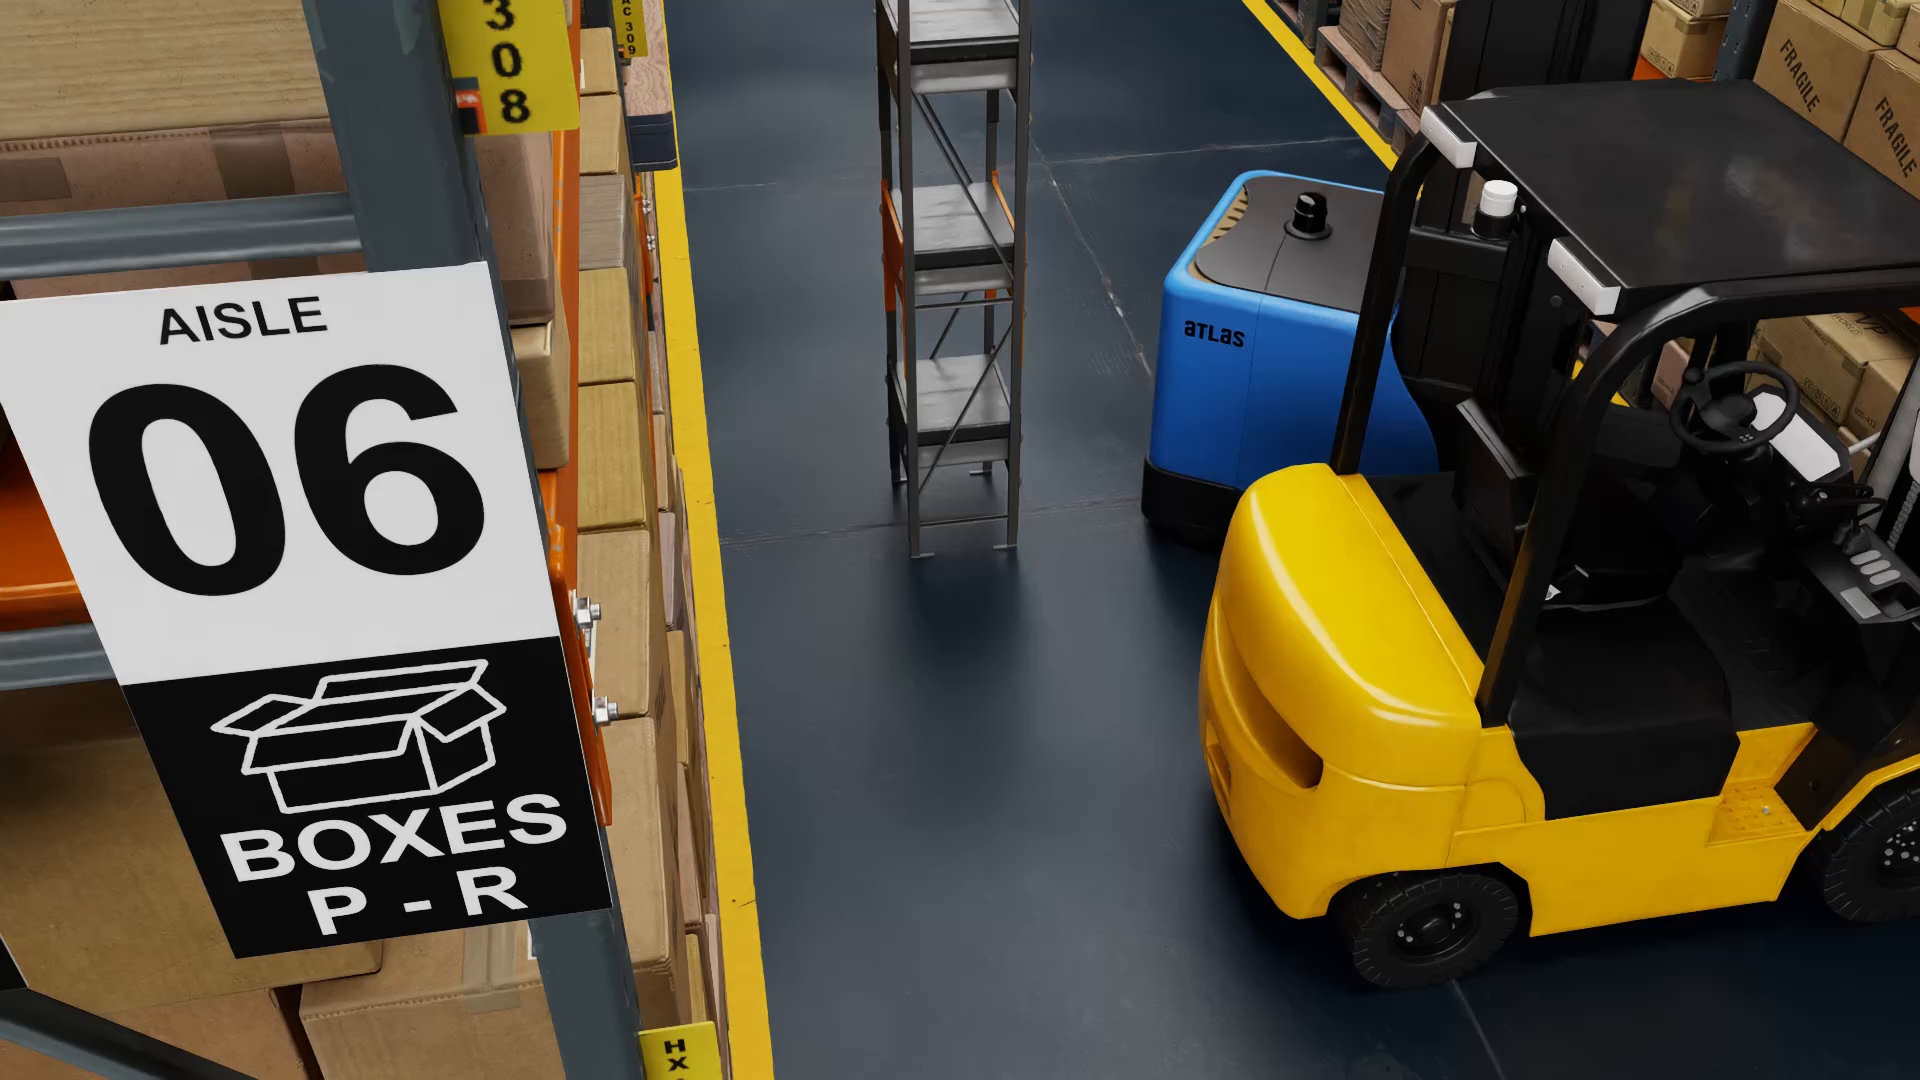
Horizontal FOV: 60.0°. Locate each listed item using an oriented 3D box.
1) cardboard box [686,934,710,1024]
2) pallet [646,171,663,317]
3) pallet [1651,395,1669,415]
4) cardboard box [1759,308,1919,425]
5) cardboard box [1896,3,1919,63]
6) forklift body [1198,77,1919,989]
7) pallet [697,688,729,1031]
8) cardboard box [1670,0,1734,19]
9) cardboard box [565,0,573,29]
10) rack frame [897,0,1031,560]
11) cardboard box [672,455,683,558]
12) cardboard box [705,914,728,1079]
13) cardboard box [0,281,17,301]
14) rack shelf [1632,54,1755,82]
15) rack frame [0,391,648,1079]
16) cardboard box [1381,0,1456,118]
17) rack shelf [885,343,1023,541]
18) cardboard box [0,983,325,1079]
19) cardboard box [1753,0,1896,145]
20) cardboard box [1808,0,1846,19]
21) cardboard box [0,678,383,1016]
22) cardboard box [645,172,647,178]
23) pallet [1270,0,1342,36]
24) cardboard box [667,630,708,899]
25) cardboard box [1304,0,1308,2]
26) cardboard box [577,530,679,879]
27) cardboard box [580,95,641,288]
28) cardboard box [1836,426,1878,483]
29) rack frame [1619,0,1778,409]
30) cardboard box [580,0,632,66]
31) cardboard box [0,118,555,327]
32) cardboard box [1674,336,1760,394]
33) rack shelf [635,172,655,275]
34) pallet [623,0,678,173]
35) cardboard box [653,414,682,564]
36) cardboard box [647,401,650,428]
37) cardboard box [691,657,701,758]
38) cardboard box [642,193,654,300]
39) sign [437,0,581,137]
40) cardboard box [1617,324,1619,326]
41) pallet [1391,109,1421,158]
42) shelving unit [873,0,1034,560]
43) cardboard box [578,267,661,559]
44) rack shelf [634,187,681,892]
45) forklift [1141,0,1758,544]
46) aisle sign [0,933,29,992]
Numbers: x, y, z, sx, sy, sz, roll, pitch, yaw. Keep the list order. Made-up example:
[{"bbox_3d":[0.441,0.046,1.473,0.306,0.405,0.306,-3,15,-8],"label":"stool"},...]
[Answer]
[{"bbox_3d":[-0.762,1.225,3.516,0.500,0.500,0.500,-7,38,-9],"label":"cardboard box"},{"bbox_3d":[-1.945,-1.391,7.868,1.003,0.211,1.213,-6,38,-8],"label":"pallet"},{"bbox_3d":[3.395,-0.234,6.379,1.003,0.211,1.213,-6,38,-8],"label":"pallet"},{"bbox_3d":[3.152,-0.659,5.737,0.500,0.250,0.500,-6,38,-8],"label":"cardboard box"},{"bbox_3d":[3.213,-1.584,5.233,0.380,0.149,0.250,-6,38,-8],"label":"cardboard box"},{"bbox_3d":[1.869,-0.018,4.519,2.313,2.155,1.214,-6,38,-8],"label":"forklift body"},{"bbox_3d":[-1.220,0.958,4.845,1.003,0.211,1.213,-6,38,-8],"label":"pallet"},{"bbox_3d":[2.959,-2.227,6.386,0.500,0.250,0.500,-7,38,-9],"label":"cardboard box"},{"bbox_3d":[-0.857,-0.968,2.811,0.380,0.149,0.250,-6,38,-7],"label":"cardboard box"},{"bbox_3d":[0.014,-0.782,5.545,0.400,2.100,0.015,-6,38,-8],"label":"rack frame"},{"bbox_3d":[-1.221,-0.035,5.749,0.500,0.250,0.500,-5,38,-6],"label":"cardboard box"},{"bbox_3d":[-0.840,1.226,4.125,0.500,0.250,0.500,-5,38,-6],"label":"cardboard box"},{"bbox_3d":[-1.243,-0.390,1.742,0.500,0.250,0.500,-7,38,-9],"label":"cardboard box"},{"bbox_3d":[2.946,-2.743,7.923,1.077,0.370,4.000,-6,38,-8],"label":"rack shelf"},{"bbox_3d":[-0.888,1.133,2.347,1.000,3.000,0.127,-6,38,-8],"label":"rack frame"},{"bbox_3d":[2.813,-2.692,8.863,0.875,0.625,0.625,-5,38,-6],"label":"cardboard box"},{"bbox_3d":[-0.029,-0.366,6.172,0.431,0.518,0.480,-6,38,-8],"label":"rack shelf"},{"bbox_3d":[-1.255,0.677,2.609,0.500,0.500,0.500,-7,38,-9],"label":"cardboard box"},{"bbox_3d":[3.117,-1.563,5.735,0.500,0.500,0.500,-7,38,-9],"label":"cardboard box"},{"bbox_3d":[3.093,-1.894,5.633,0.380,0.149,0.250,-7,38,-9],"label":"cardboard box"},{"bbox_3d":[-1.193,0.296,2.285,0.700,0.500,0.500,-7,38,-9],"label":"cardboard box"},{"bbox_3d":[-2.064,-2.040,8.231,0.950,0.372,0.625,-7,38,-9],"label":"cardboard box"},{"bbox_3d":[2.502,-3.589,10.698,1.003,0.211,1.213,-6,38,-8],"label":"pallet"},{"bbox_3d":[-0.938,0.606,4.313,0.500,0.500,0.500,-6,38,-7],"label":"cardboard box"},{"bbox_3d":[2.309,-3.647,10.194,0.500,0.500,0.500,-5,38,-7],"label":"cardboard box"},{"bbox_3d":[-0.792,0.347,3.034,0.500,0.500,0.500,-5,38,-7],"label":"cardboard box"},{"bbox_3d":[-1.170,-0.889,4.625,0.500,0.500,0.500,-5,38,-6],"label":"cardboard box"},{"bbox_3d":[3.244,-0.163,5.506,0.500,0.250,0.500,-7,38,-8],"label":"cardboard box"},{"bbox_3d":[3.296,-1.820,6.147,1.000,3.000,0.127,-6,38,-8],"label":"rack frame"},{"bbox_3d":[-1.390,-1.920,5.610,0.500,0.500,0.500,-5,38,-7],"label":"cardboard box"},{"bbox_3d":[-0.714,-0.443,1.810,0.500,0.250,0.500,-7,38,-9],"label":"cardboard box"},{"bbox_3d":[3.077,-0.772,6.290,0.500,0.250,0.500,-6,38,-8],"label":"cardboard box"},{"bbox_3d":[-1.940,-2.207,7.233,1.077,0.370,4.000,-6,38,-8],"label":"rack shelf"},{"bbox_3d":[-1.580,-1.685,6.130,1.003,0.211,1.213,-6,38,-8],"label":"pallet"},{"bbox_3d":[-1.131,-0.024,5.124,0.500,0.500,0.500,-6,38,-7],"label":"cardboard box"},{"bbox_3d":[-1.052,-0.410,4.537,0.380,0.149,0.250,-7,38,-9],"label":"cardboard box"},{"bbox_3d":[-1.034,0.593,4.941,0.500,0.250,0.500,-6,38,-7],"label":"cardboard box"},{"bbox_3d":[-1.813,-1.162,7.100,0.950,0.372,0.625,-4,38,-5],"label":"cardboard box"},{"bbox_3d":[-0.354,-0.456,1.234,0.100,0.325,0.005,-6,38,-8],"label":"sign"},{"bbox_3d":[3.194,-1.362,7.151,0.875,0.625,0.625,-5,38,-6],"label":"cardboard box"},{"bbox_3d":[2.912,-1.898,8.521,1.003,0.211,1.213,-6,38,-8],"label":"pallet"},{"bbox_3d":[-0.029,-0.929,5.735,0.431,2.100,0.503,-6,38,-8],"label":"shelving unit"},{"bbox_3d":[-0.980,-0.267,3.824,0.500,0.500,0.500,-7,38,-9],"label":"cardboard box"},{"bbox_3d":[-1.239,0.209,4.123,1.077,0.370,4.000,-6,38,-8],"label":"rack shelf"},{"bbox_3d":[2.247,-1.100,5.277,3.031,2.935,1.130,15,40,19],"label":"forklift"},{"bbox_3d":[-1.163,0.175,1.461,0.394,0.787,0.004,-6,38,-8],"label":"aisle sign"}]
